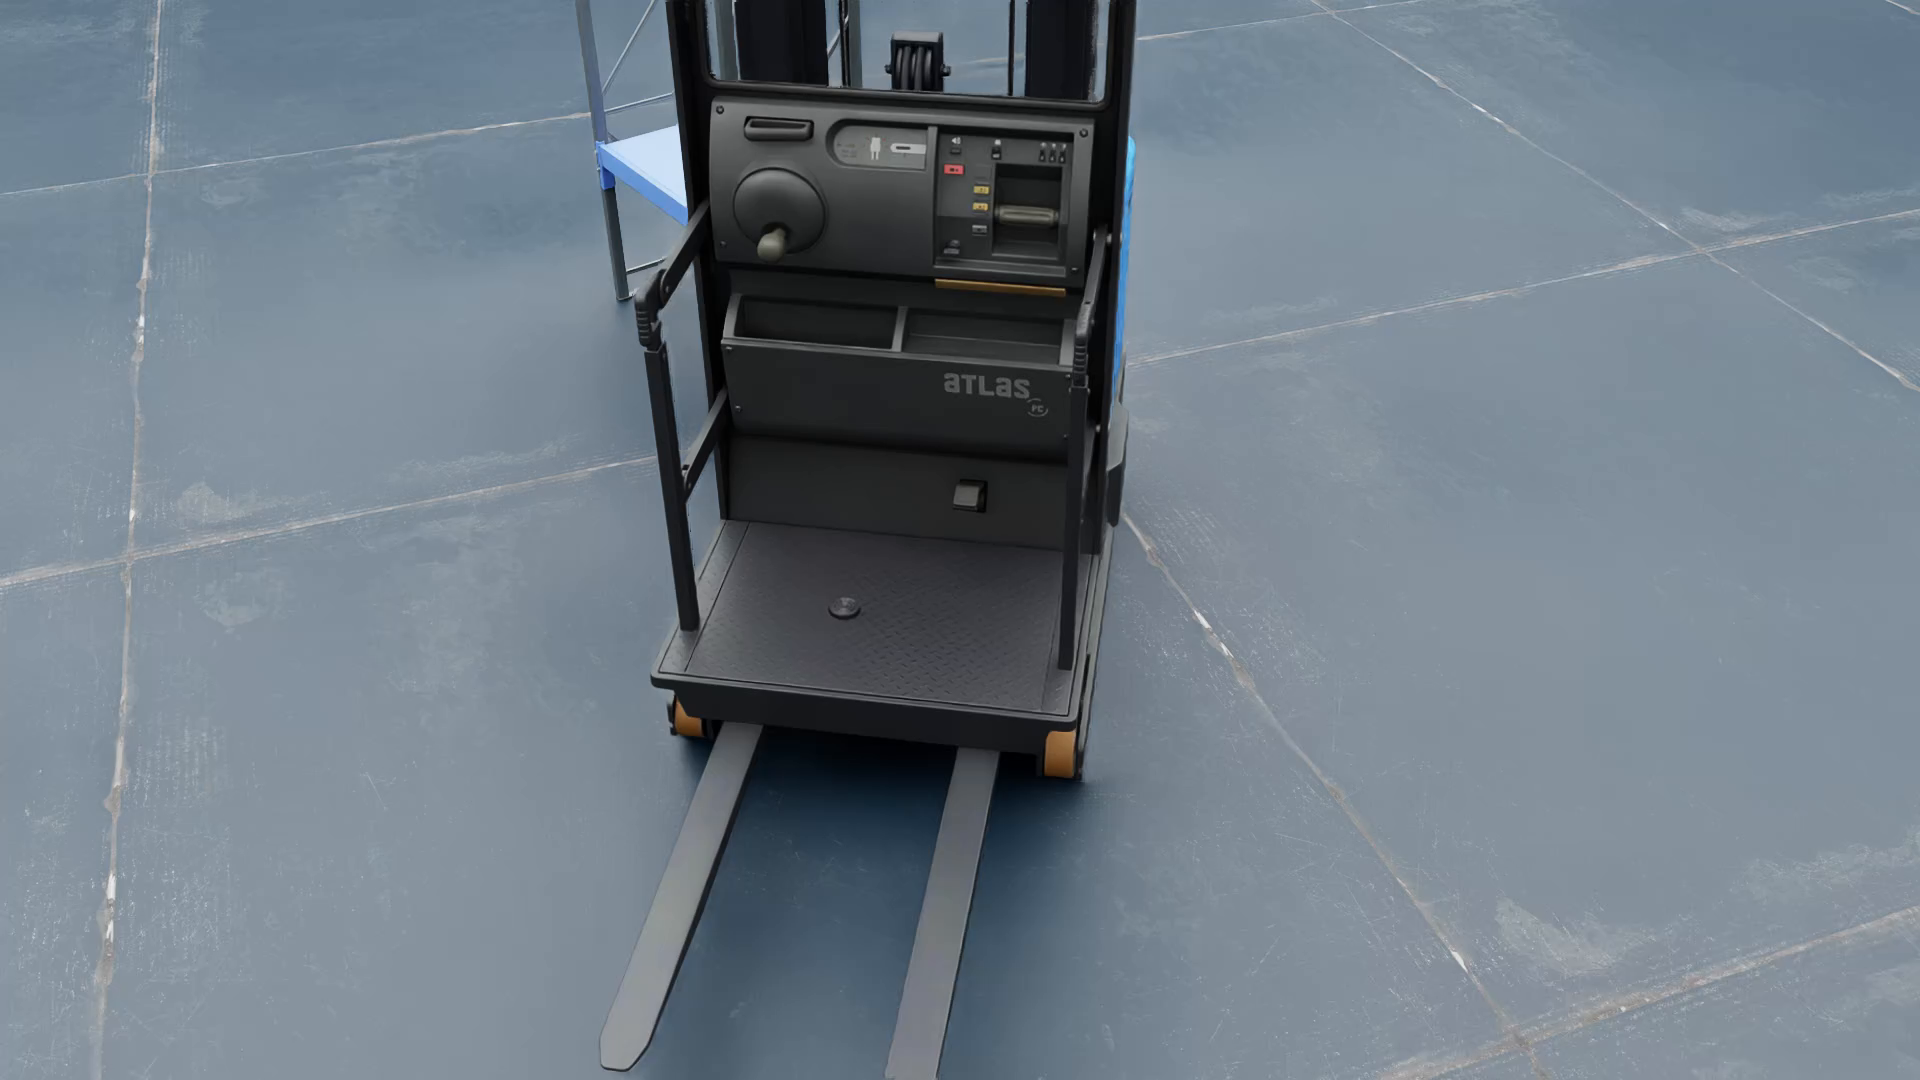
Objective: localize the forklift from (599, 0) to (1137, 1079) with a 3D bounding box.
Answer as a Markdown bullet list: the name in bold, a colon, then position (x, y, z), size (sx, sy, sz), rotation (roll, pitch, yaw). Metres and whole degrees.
- **forklift**: position (-0.179, -0.773, 3.840), size (1.130, 2.935, 3.031), rotation (5, 37, 7)

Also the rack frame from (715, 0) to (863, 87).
- **rack frame**: position (-0.526, -1.137, 5.513), size (0.500, 1.500, 0.032), rotation (-24, 43, -29)

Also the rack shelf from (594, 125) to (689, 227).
- **rack shelf**: position (-0.830, -1.238, 5.946), size (0.538, 0.185, 1.000), rotation (-24, 43, -29)

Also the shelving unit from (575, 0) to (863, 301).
- **shelving unit**: position (-0.830, -1.382, 5.838), size (0.538, 1.500, 1.048), rotation (-24, 43, -29)

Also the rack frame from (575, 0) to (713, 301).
- **rack frame**: position (-1.135, -1.626, 6.163), size (0.500, 1.500, 0.032), rotation (-24, 43, -29)
